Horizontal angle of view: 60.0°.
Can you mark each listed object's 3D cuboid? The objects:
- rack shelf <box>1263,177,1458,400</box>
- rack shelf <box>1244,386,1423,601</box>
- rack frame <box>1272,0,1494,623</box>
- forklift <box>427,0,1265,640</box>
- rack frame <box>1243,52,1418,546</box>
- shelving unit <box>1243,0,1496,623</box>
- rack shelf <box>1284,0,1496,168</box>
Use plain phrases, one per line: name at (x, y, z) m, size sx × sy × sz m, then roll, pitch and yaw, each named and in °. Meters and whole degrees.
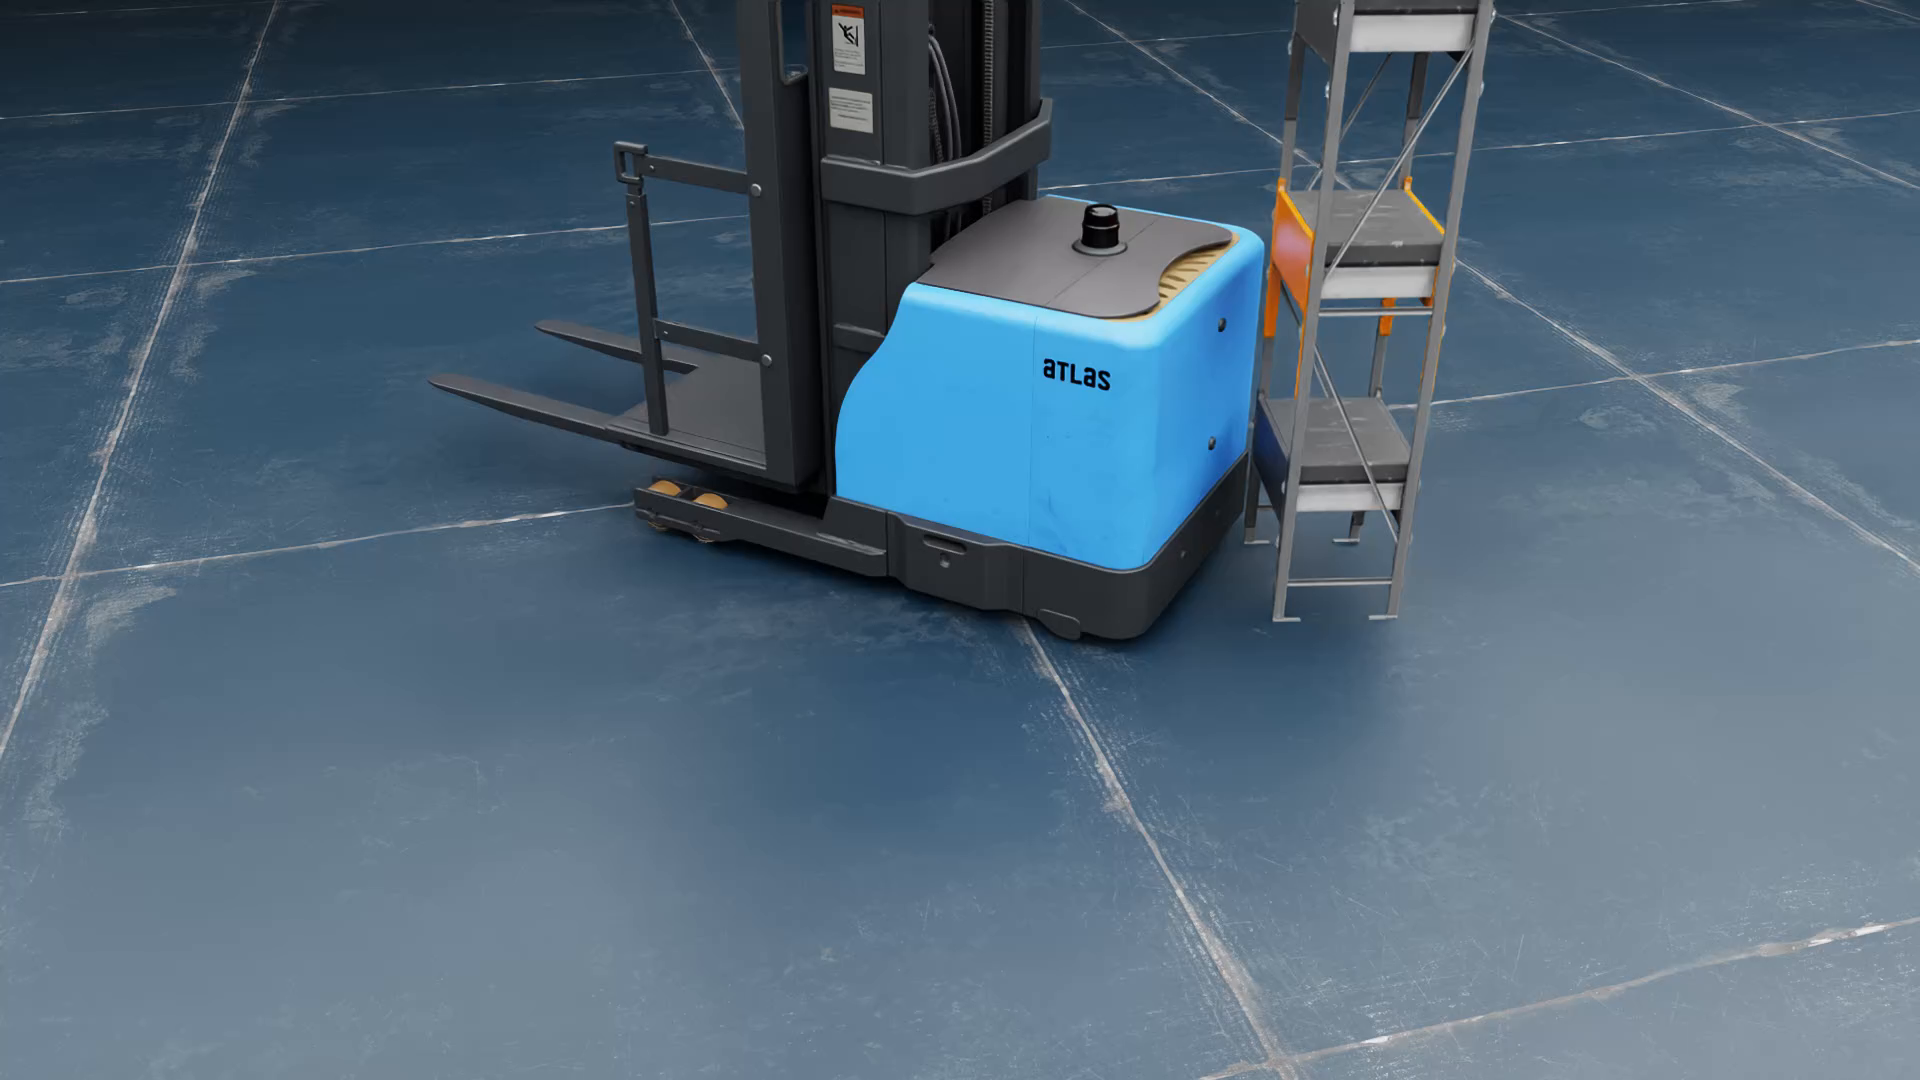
rack shelf at (1.184, -0.762, 4.998) m, size 0.431 × 0.518 × 0.480 m, roll -1°, pitch 30°, yaw -2°
rack shelf at (1.184, -0.156, 5.348) m, size 0.431 × 0.518 × 0.480 m, roll -1°, pitch 30°, yaw -2°
rack frame at (1.194, -0.652, 4.780) m, size 0.400 × 2.100 × 0.015 m, roll -1°, pitch 30°, yaw -2°
forklift at (-0.553, -1.475, 5.373) m, size 3.031 × 2.935 × 1.130 m, roll 15°, pitch 33°, yaw 24°
rack frame at (1.174, -0.896, 5.202) m, size 0.400 × 2.100 × 0.015 m, roll -1°, pitch 30°, yaw -2°
shelving unit at (1.184, -0.774, 4.991) m, size 0.431 × 2.100 × 0.503 m, roll -1°, pitch 30°, yaw -2°
rack shelf at (1.184, -1.368, 4.647) m, size 0.431 × 0.518 × 0.480 m, roll -1°, pitch 30°, yaw -2°
